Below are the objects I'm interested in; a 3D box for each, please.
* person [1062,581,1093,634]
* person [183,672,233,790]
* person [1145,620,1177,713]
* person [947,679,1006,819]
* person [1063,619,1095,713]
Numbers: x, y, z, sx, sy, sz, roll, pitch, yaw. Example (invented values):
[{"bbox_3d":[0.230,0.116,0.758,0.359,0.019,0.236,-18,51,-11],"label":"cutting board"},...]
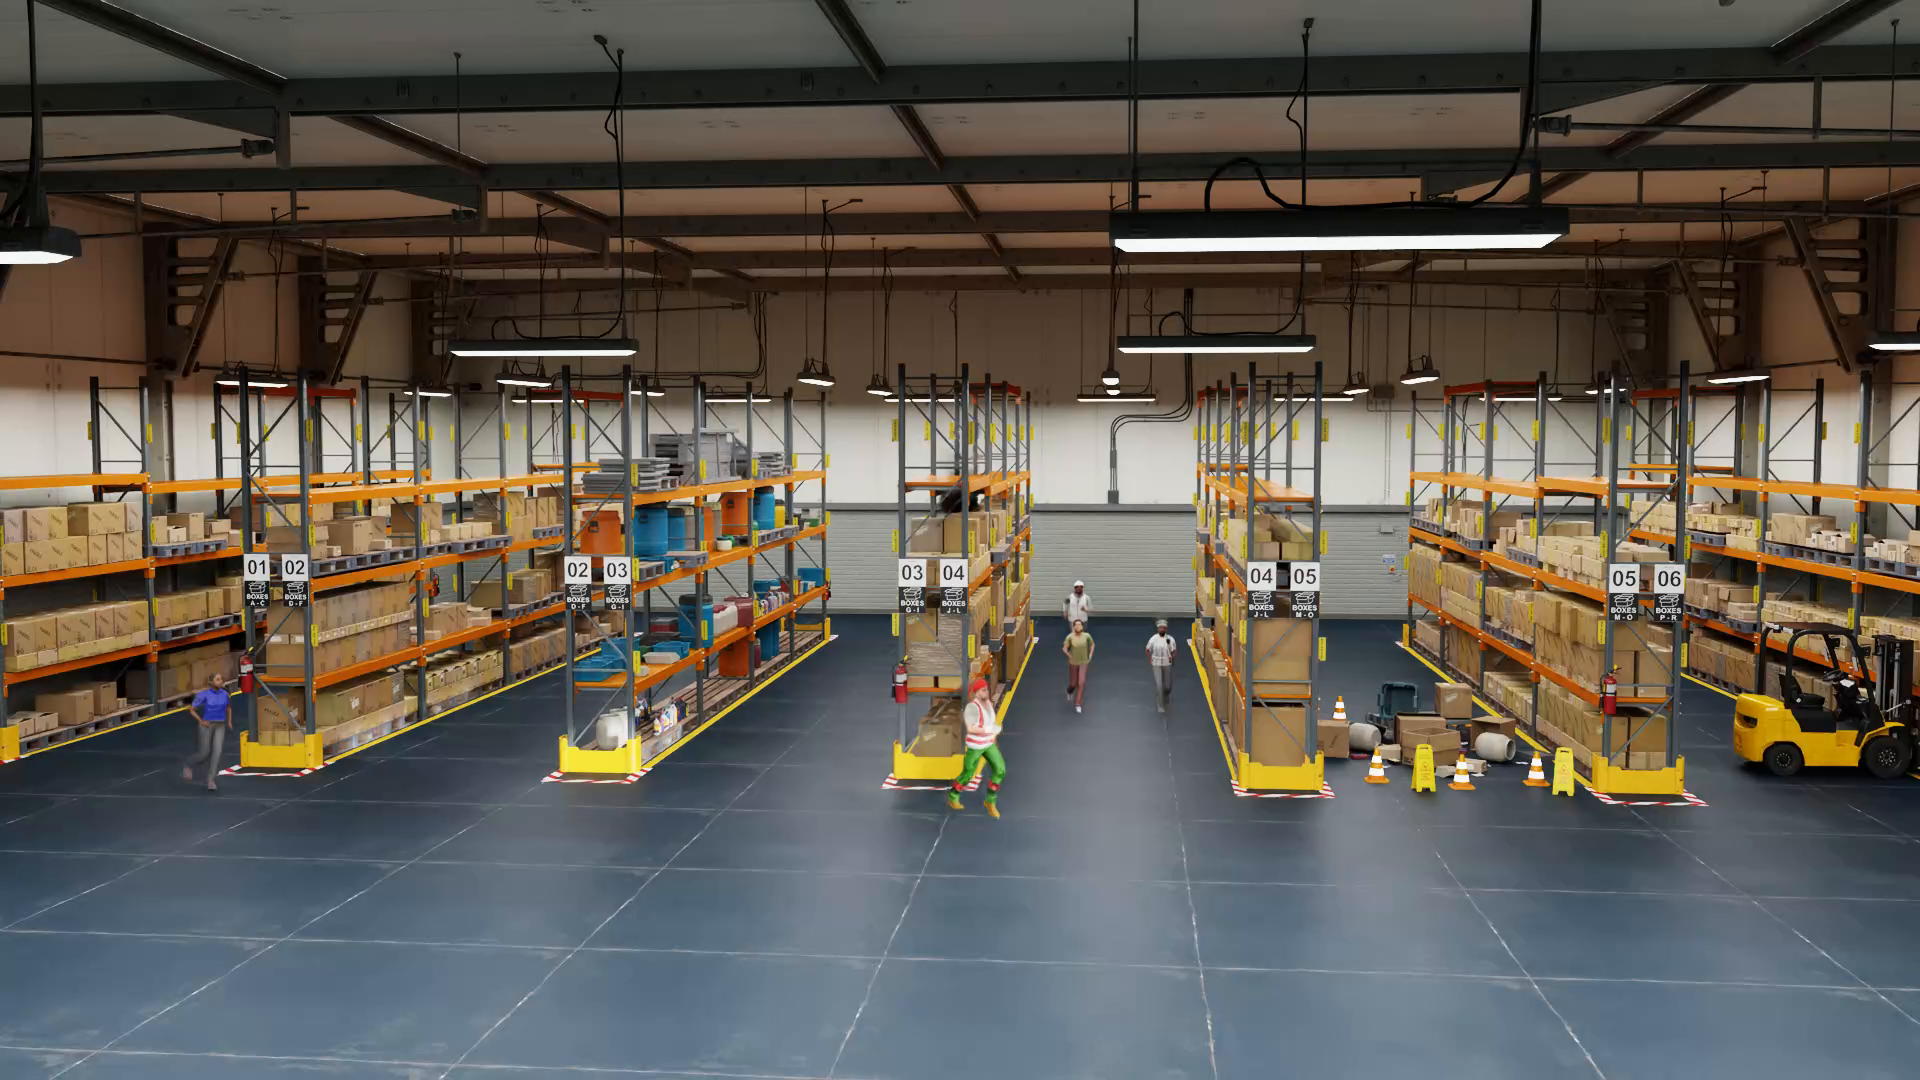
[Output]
[{"bbox_3d":[2.577,1.777,36.387,0.668,1.769,0.947,0,4,0],"label":"person"},{"bbox_3d":[-10.607,2.691,23.634,0.787,1.589,0.637,3,5,39],"label":"person"},{"bbox_3d":[3.622,2.252,29.937,0.579,1.654,0.658,0,4,3],"label":"person"},{"bbox_3d":[0.260,2.714,21.743,0.908,1.817,0.676,4,5,44],"label":"person"},{"bbox_3d":[2.154,2.256,30.165,0.587,1.662,0.820,0,4,1],"label":"person"}]
